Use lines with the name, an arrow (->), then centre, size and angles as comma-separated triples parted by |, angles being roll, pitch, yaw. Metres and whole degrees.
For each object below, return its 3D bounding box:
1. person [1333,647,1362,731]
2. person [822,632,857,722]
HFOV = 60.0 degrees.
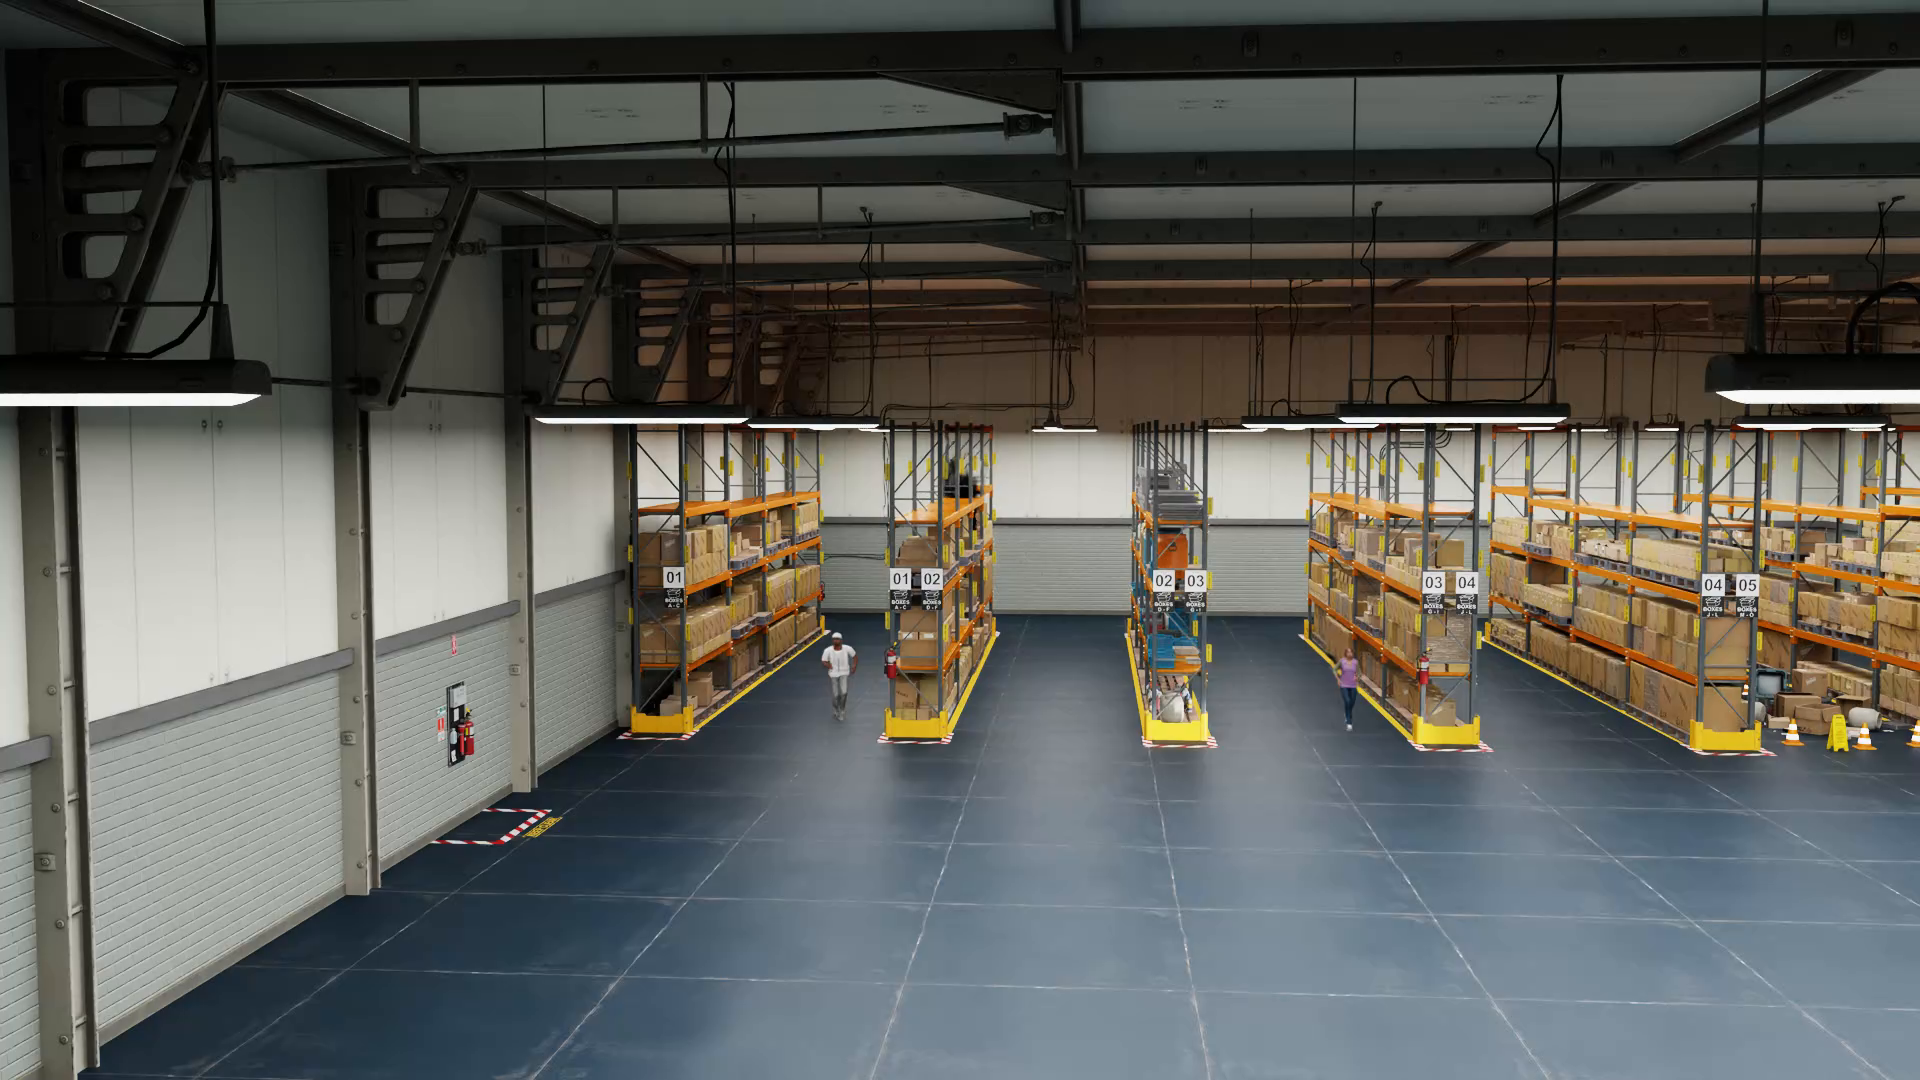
person -> 7.554, 2.875, 32.406 | 0.539, 1.606, 0.752 | 0, 4, -1
person -> -2.426, 2.750, 33.413 | 0.707, 1.794, 0.741 | 0, 4, -1
